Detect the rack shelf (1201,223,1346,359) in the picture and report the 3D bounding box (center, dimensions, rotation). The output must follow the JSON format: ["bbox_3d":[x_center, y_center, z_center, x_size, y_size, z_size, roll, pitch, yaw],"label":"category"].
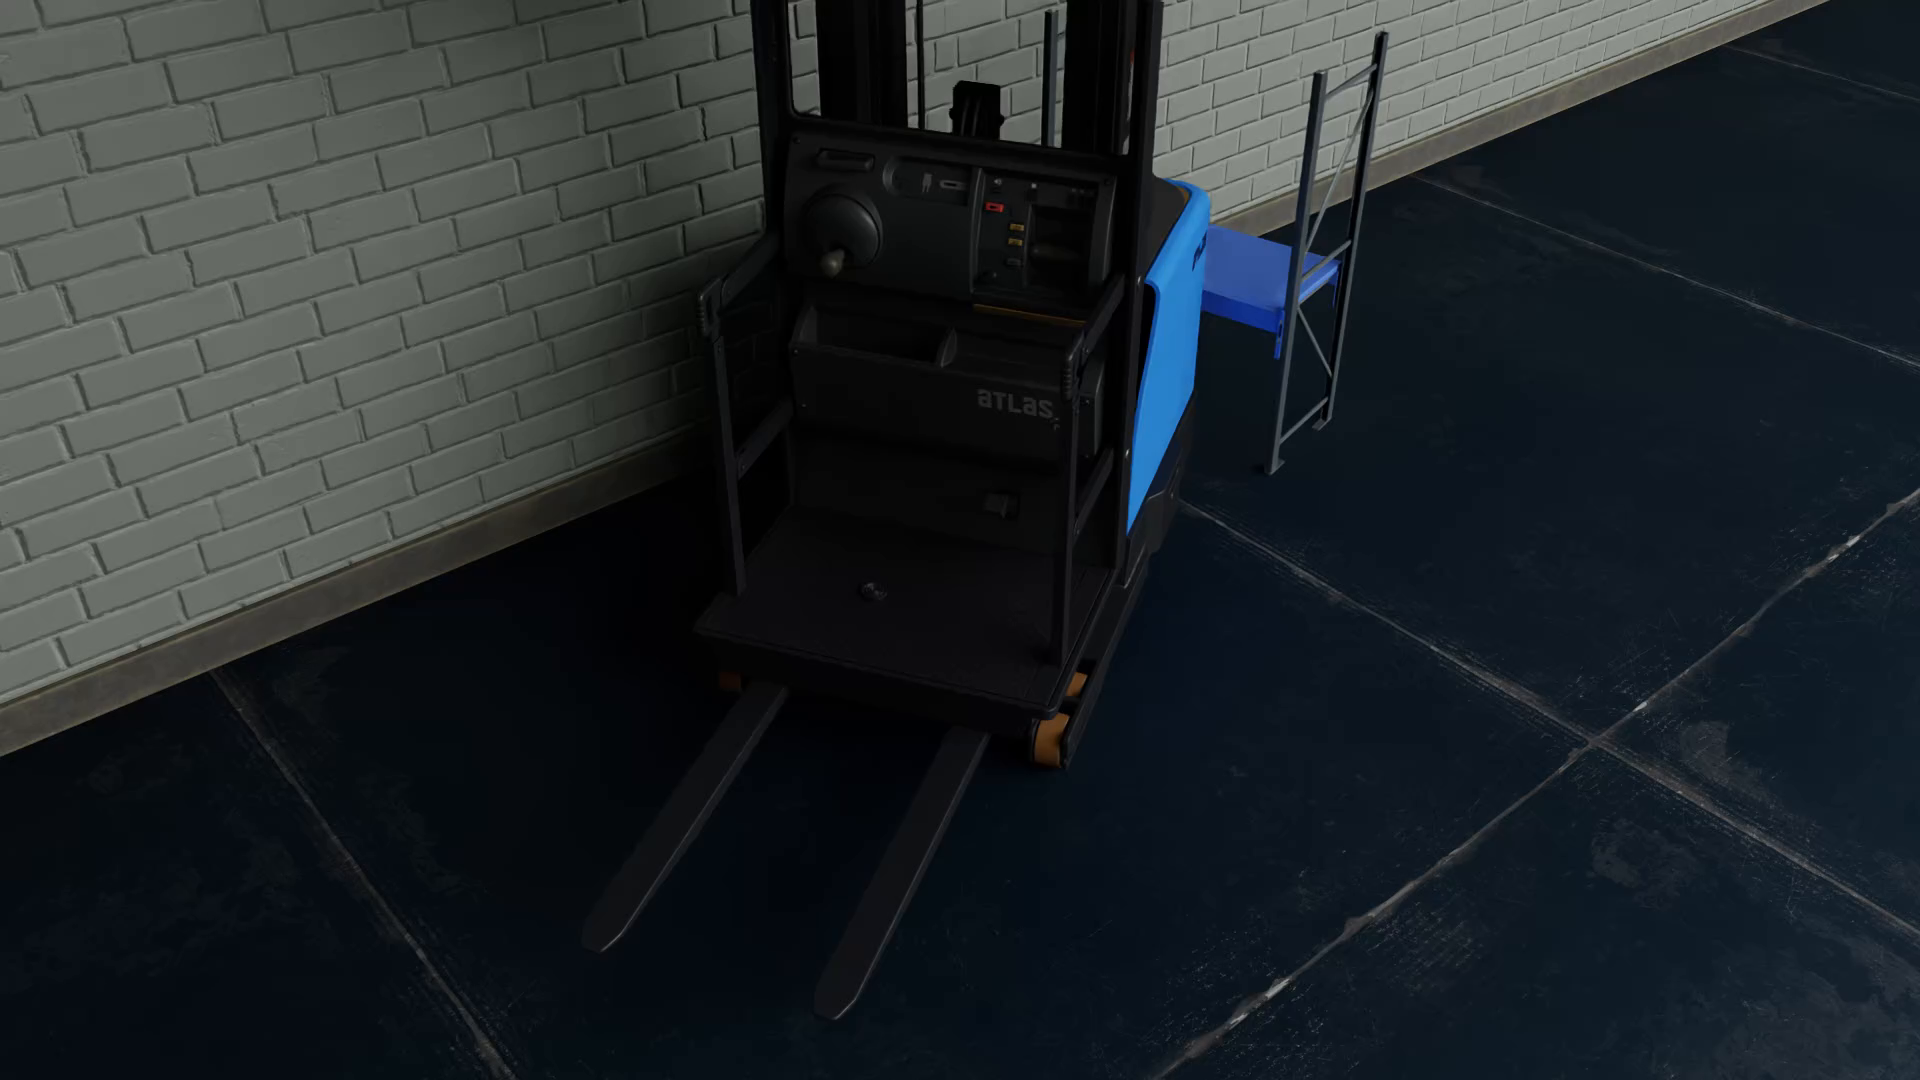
[{"bbox_3d":[0.863,-0.996,6.170,1.000,0.185,0.538,23,41,29],"label":"rack shelf"}]

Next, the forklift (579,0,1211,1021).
[{"bbox_3d":[-0.106,-0.803,4.348,1.130,2.935,3.031,11,37,15],"label":"forklift"}]

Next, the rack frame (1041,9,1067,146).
[{"bbox_3d":[0.453,-1.317,6.312,0.032,1.500,0.500,23,41,29],"label":"rack frame"}]

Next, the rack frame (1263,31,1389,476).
[{"bbox_3d":[1.272,-0.969,5.821,0.032,1.500,0.500,23,41,29],"label":"rack frame"}]

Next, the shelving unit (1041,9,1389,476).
[{"bbox_3d":[0.863,-1.143,6.066,1.048,1.500,0.538,23,41,29],"label":"shelving unit"}]
